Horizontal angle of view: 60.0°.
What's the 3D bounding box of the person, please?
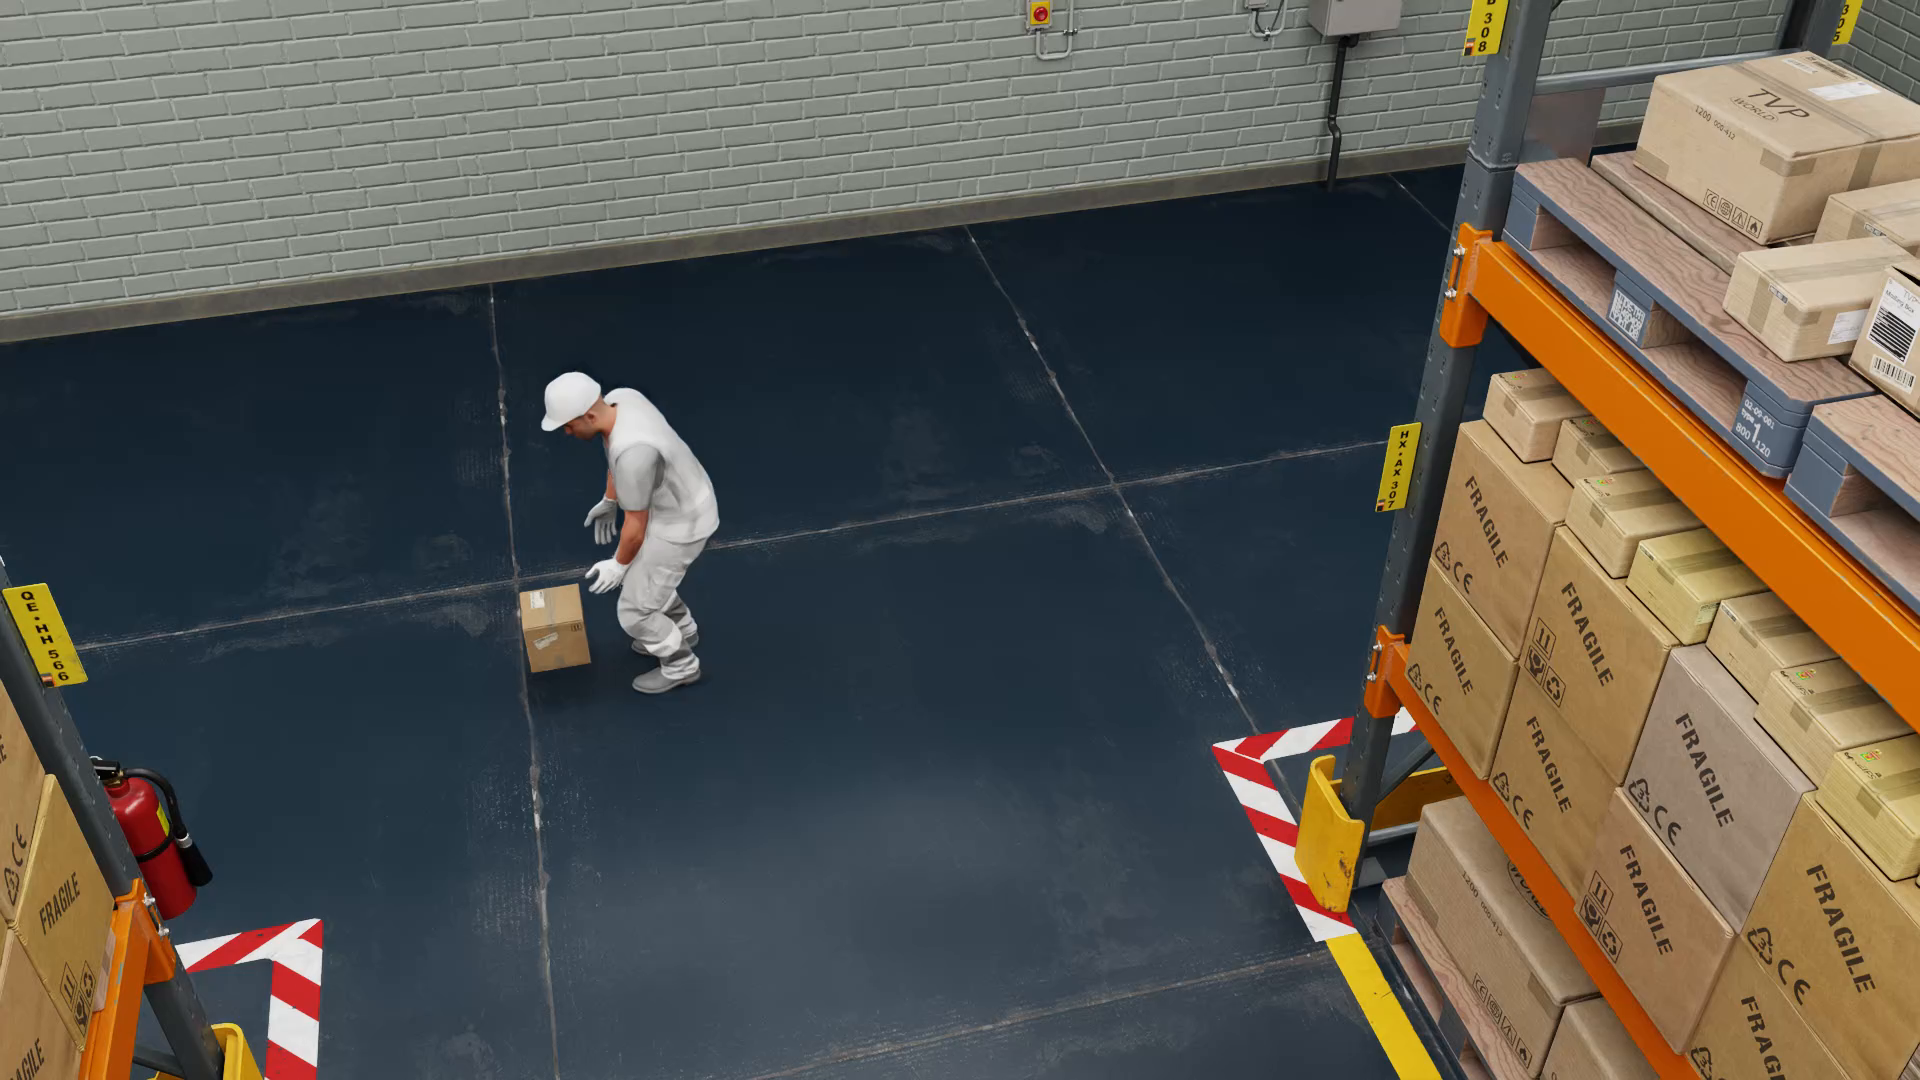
[{"bbox_3d":[-1.323,-0.040,6.919,0.647,1.580,0.575,-9,39,-11],"label":"person"}]
